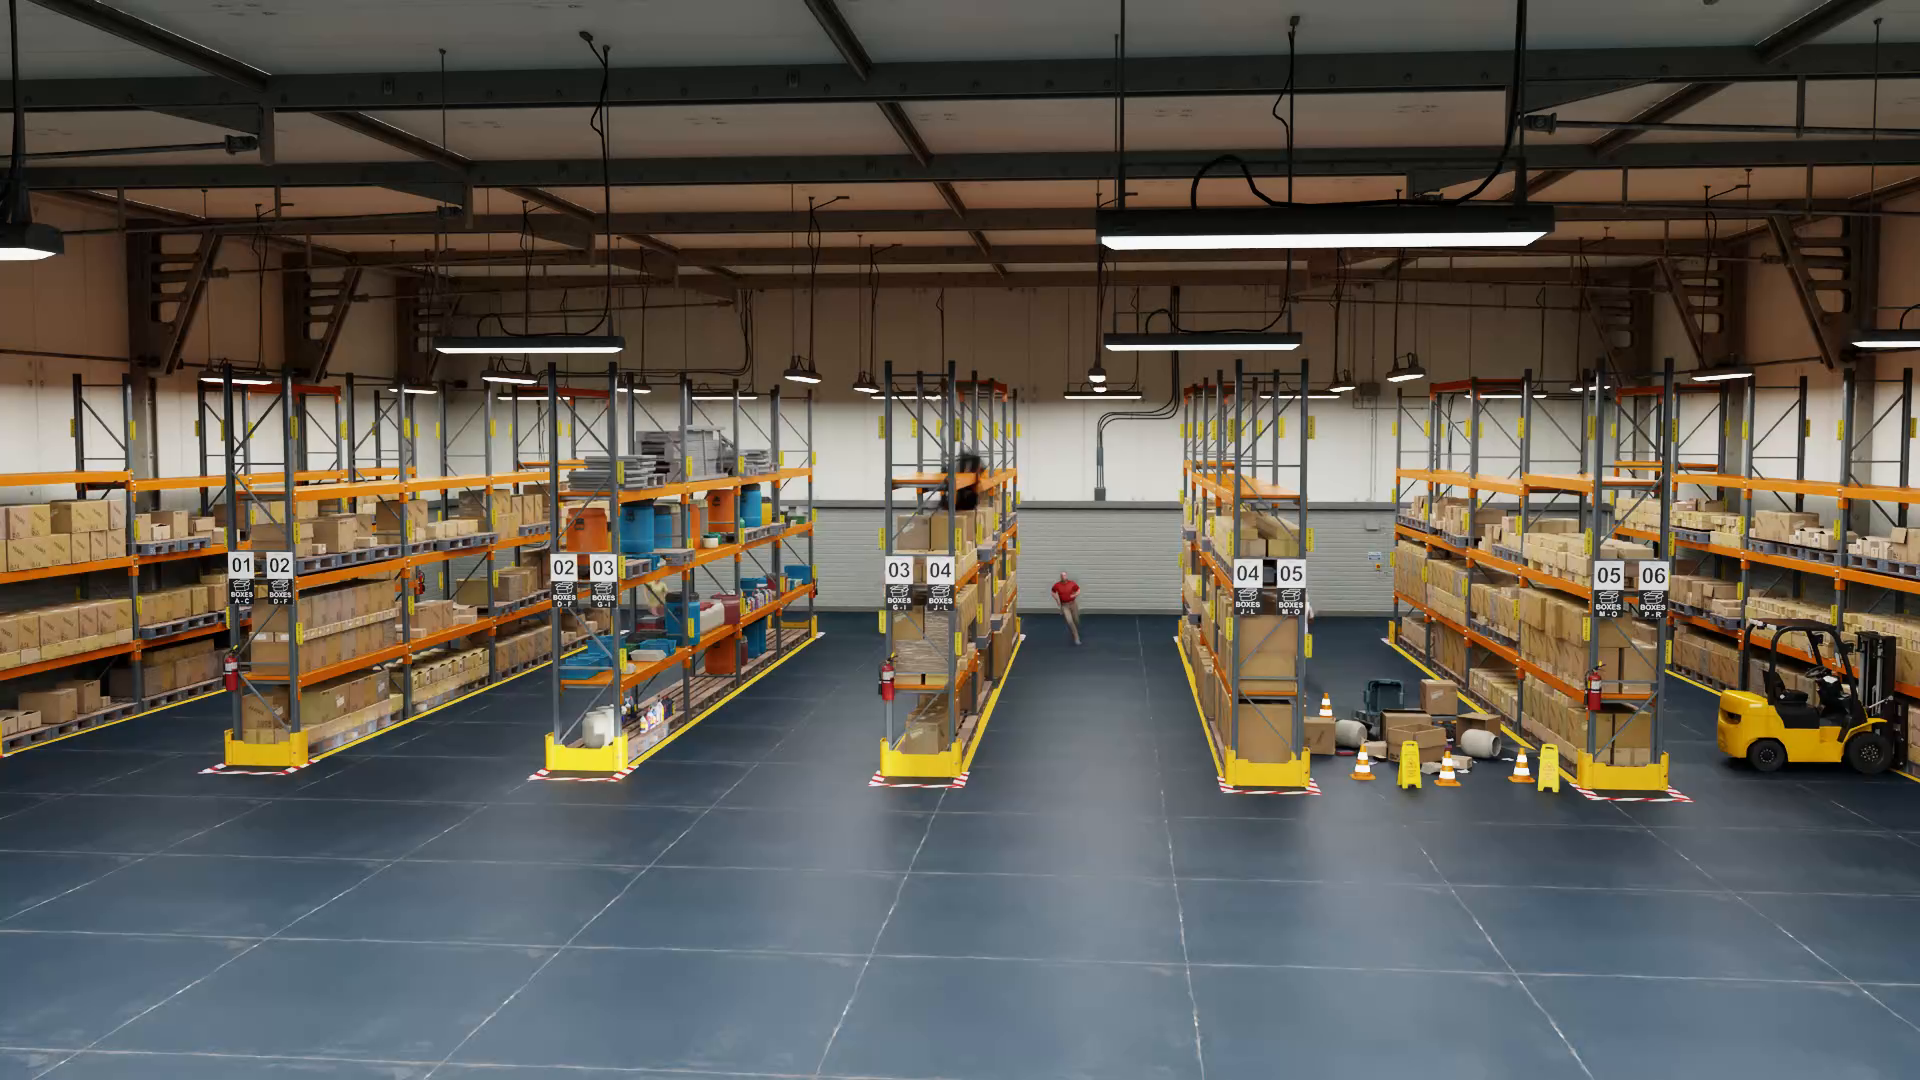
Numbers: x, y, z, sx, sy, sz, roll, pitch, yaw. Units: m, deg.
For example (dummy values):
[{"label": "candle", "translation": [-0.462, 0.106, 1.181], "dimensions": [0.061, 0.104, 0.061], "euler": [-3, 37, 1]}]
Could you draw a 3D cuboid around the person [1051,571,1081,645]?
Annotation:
[{"label": "person", "translation": [2.522, 1.586, 39.230], "dimensions": [0.691, 1.708, 0.923], "euler": [0, 4, -6]}]

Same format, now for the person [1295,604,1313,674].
[{"label": "person", "translation": [6.919, 1.886, 34.230], "dimensions": [0.683, 1.737, 0.595], "euler": [0, 4, 0]}]

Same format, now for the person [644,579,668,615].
[{"label": "person", "translation": [-7.193, 1.575, 39.432], "dimensions": [0.592, 1.664, 0.951], "euler": [-1, 4, -13]}]
